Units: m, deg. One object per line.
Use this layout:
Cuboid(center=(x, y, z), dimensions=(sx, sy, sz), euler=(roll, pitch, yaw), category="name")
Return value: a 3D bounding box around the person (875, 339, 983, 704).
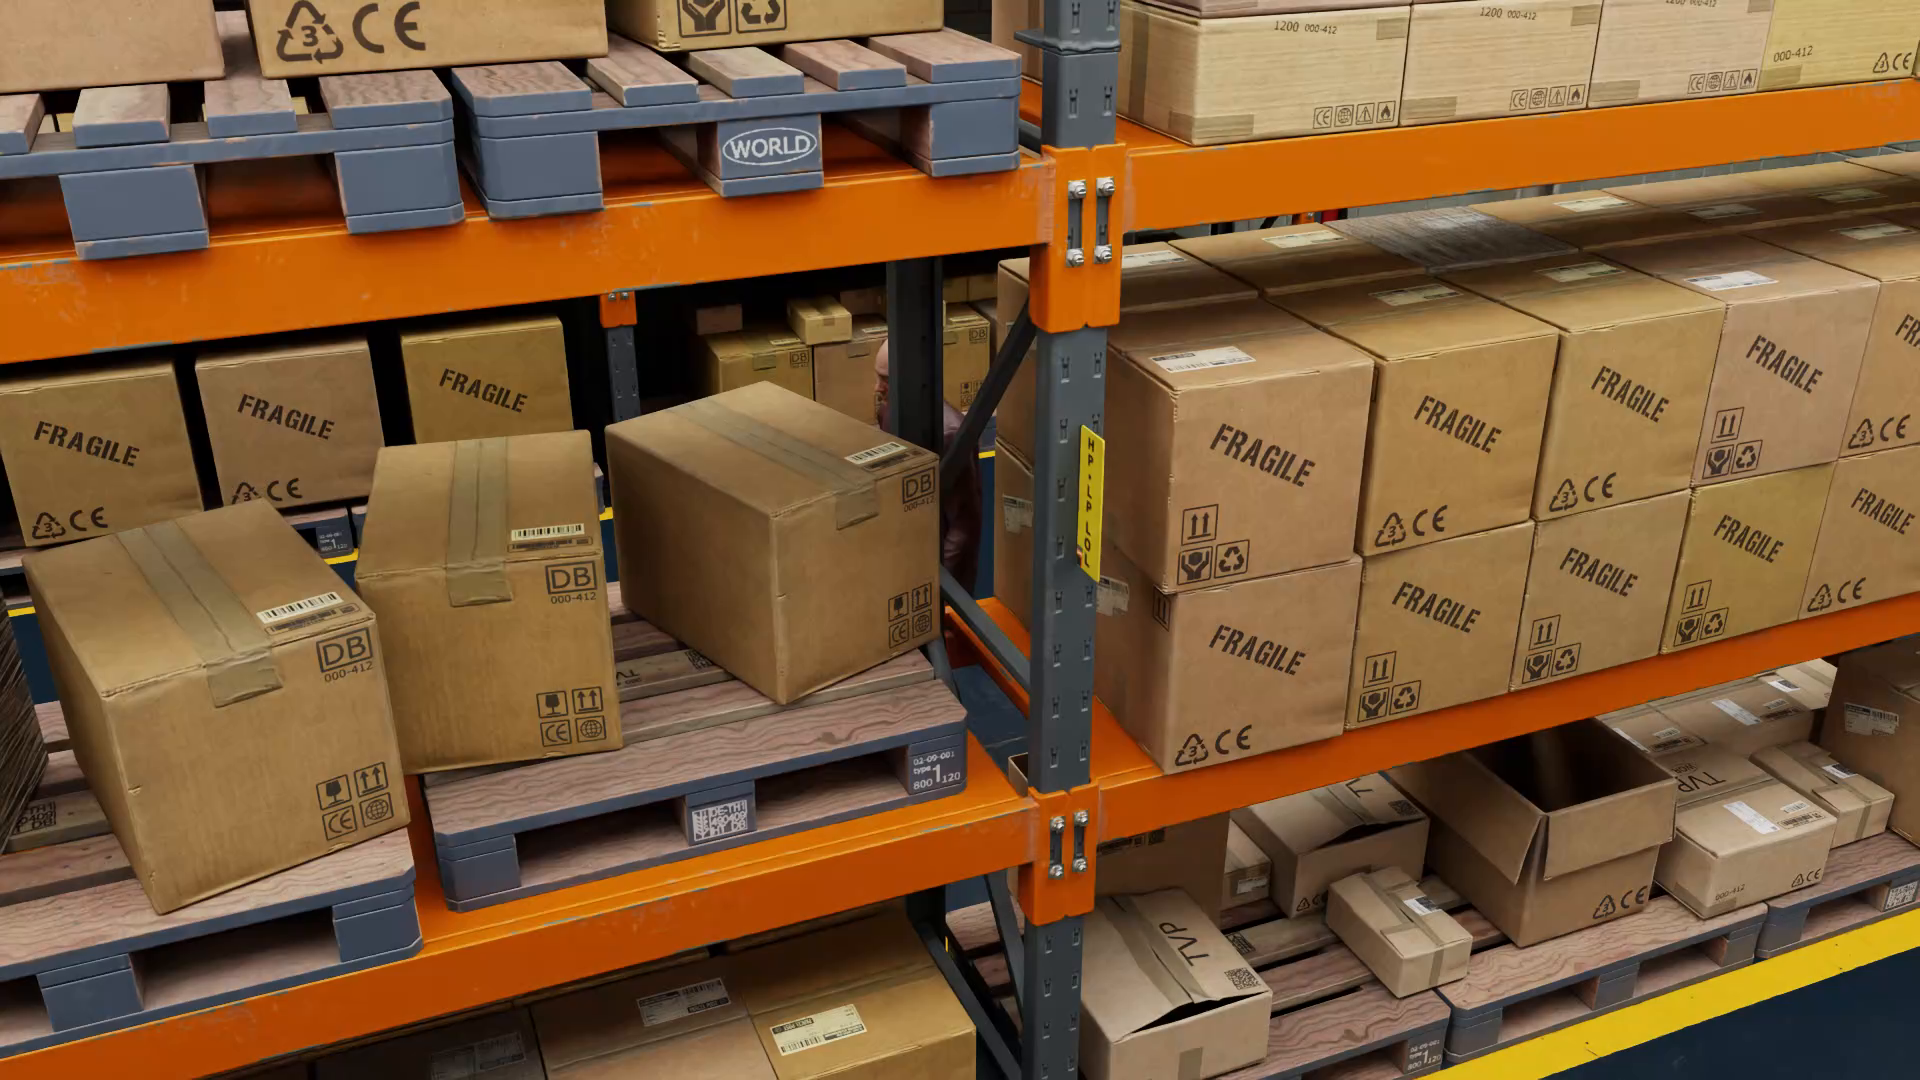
Cuboid(center=(-0.149, 0.096, 5.929), dimensions=(0.429, 1.773, 0.639), euler=(-12, 28, -24), category="person")
